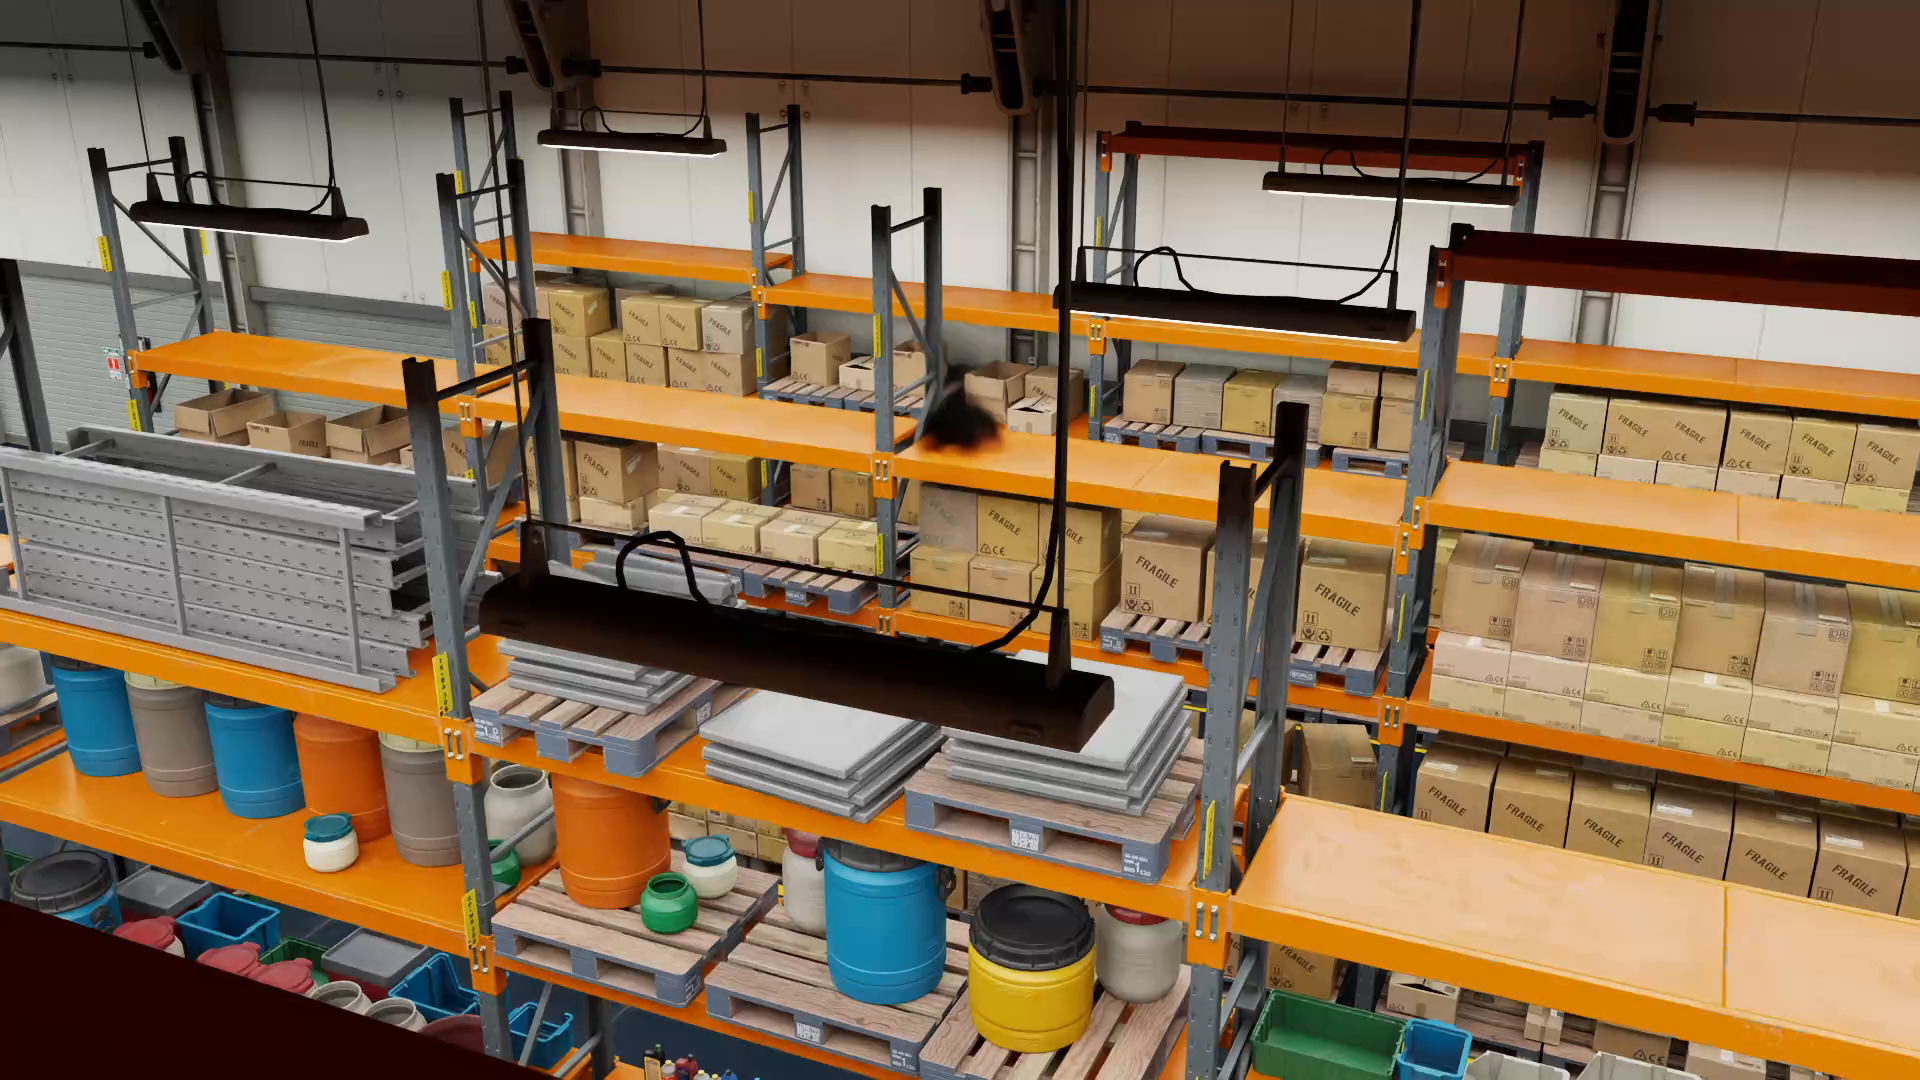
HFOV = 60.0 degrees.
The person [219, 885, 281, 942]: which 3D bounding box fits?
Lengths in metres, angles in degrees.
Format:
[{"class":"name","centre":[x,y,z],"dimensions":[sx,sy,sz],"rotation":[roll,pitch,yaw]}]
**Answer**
[{"class":"person","centre":[-5.617,2.718,12.957],"dimensions":[0.506,1.758,0.643],"rotation":[-2,21,-4]}]
